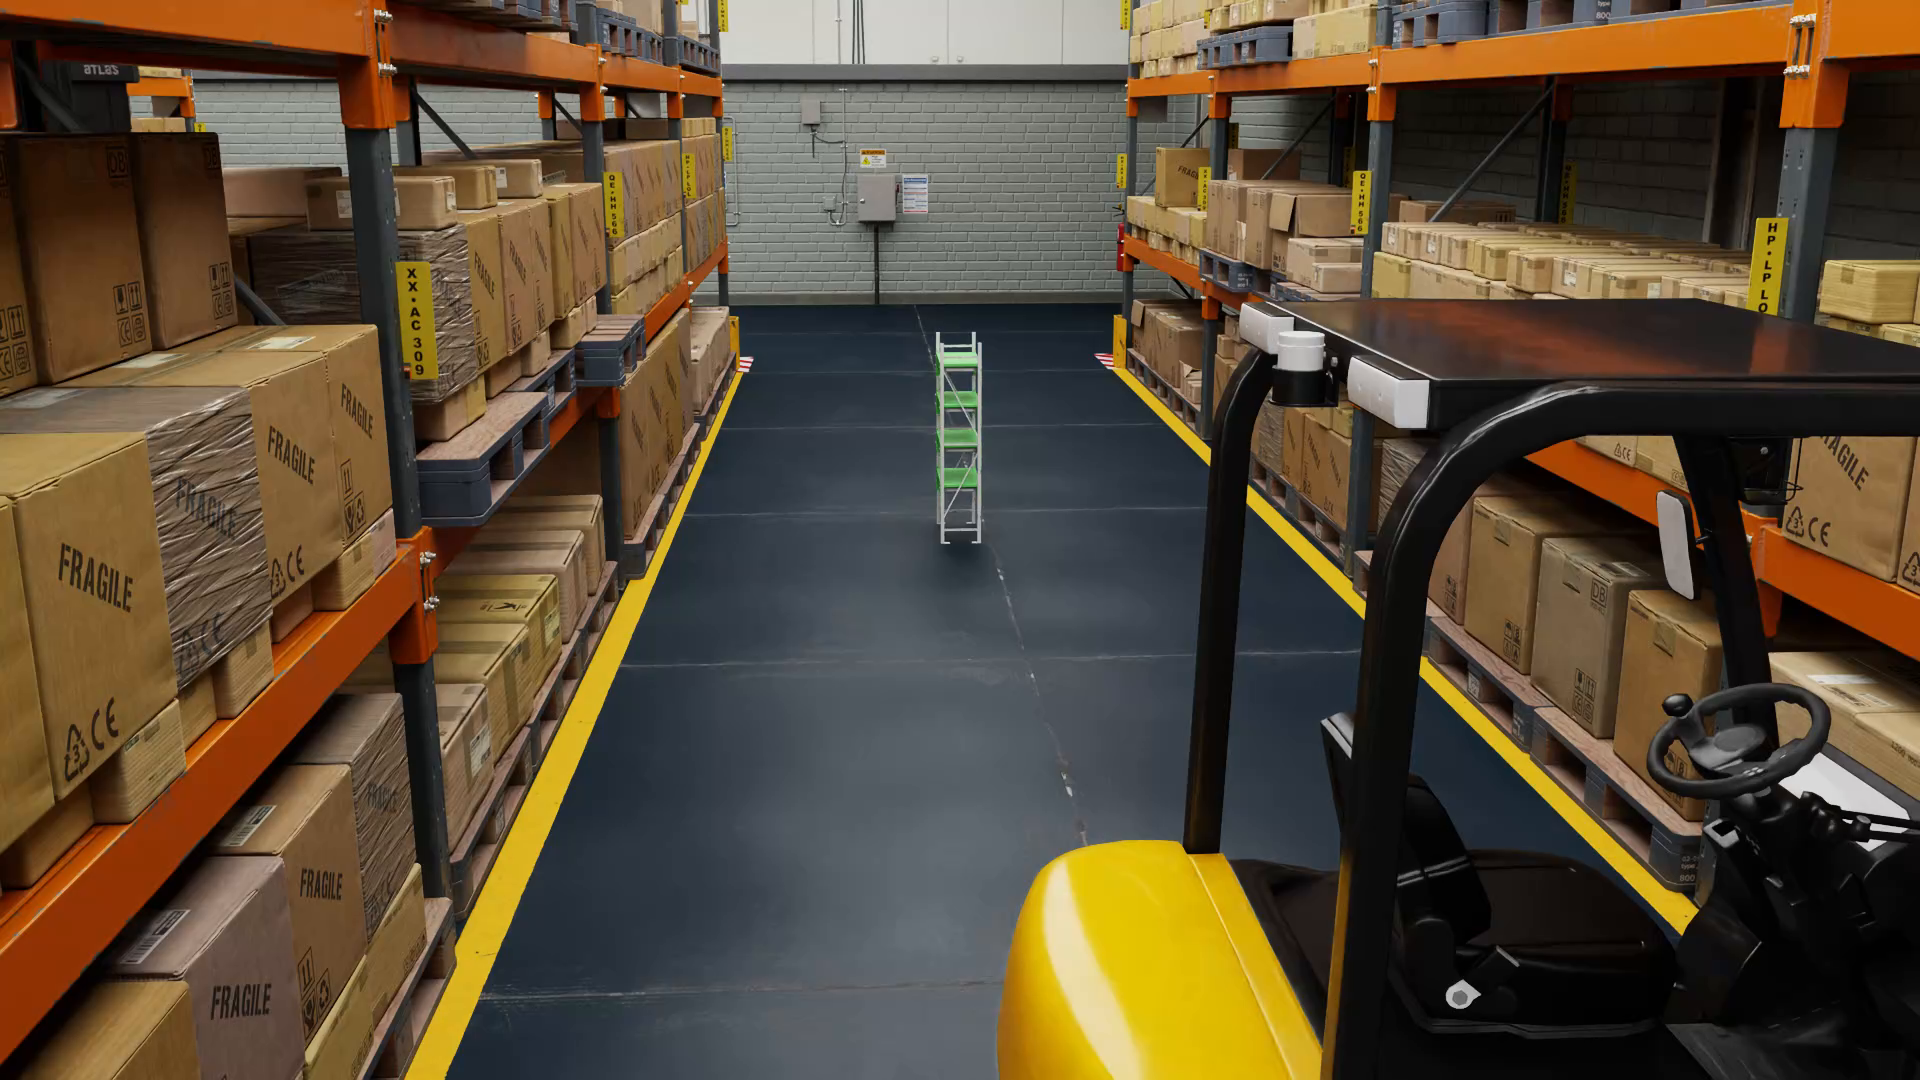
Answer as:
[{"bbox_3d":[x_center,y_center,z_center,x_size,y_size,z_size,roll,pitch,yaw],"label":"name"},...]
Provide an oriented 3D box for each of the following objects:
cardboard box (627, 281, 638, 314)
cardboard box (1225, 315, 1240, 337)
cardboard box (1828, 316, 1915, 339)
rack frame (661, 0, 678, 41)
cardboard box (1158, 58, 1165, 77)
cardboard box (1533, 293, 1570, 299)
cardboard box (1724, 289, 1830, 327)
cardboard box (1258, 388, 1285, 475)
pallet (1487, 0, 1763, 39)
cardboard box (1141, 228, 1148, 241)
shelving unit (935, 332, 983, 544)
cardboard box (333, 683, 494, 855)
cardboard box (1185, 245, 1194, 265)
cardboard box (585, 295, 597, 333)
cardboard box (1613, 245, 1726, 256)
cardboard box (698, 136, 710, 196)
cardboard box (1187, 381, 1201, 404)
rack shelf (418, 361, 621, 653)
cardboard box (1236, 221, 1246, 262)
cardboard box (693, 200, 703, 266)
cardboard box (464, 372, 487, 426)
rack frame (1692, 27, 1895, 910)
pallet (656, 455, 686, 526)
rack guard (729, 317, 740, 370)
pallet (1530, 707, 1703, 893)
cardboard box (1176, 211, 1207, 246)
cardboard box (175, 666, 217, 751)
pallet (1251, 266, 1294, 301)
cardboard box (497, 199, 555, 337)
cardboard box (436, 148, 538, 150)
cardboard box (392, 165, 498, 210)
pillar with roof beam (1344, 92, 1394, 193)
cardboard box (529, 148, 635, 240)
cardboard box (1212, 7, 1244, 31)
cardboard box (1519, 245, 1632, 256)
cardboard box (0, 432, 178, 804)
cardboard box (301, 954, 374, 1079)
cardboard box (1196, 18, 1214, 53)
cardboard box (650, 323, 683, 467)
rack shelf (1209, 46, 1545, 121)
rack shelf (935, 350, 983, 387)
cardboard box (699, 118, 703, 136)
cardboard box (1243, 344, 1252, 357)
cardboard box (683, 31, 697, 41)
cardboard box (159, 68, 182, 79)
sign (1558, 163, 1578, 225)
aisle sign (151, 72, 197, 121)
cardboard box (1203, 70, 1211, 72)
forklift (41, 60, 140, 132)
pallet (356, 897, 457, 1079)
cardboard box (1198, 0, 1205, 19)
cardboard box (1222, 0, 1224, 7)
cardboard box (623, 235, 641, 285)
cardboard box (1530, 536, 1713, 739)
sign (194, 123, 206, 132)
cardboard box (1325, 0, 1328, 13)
[{"bbox_3d":[-2.139,-1.358,9.585,0.500,0.250,0.500,-1,14,-5],"label":"cardboard box"},{"bbox_3d":[2.213,-1.609,12.533,0.380,0.149,0.250,-1,14,-4],"label":"cardboard box"},{"bbox_3d":[2.649,-0.540,4.601,0.380,0.149,0.250,-1,14,-4],"label":"cardboard box"},{"bbox_3d":[-2.558,-5.078,11.702,1.000,3.000,0.127,-1,14,-3],"label":"rack frame"},{"bbox_3d":[1.934,-4.110,14.465,0.380,0.149,0.250,-1,14,-3],"label":"cardboard box"},{"bbox_3d":[2.541,-0.803,6.425,0.500,0.250,0.500,-1,14,-2],"label":"cardboard box"},{"bbox_3d":[2.649,-0.704,5.242,0.380,0.149,0.250,0,14,-2],"label":"cardboard box"},{"bbox_3d":[2.296,-0.733,11.031,0.500,0.500,0.500,-1,14,-5],"label":"cardboard box"},{"bbox_3d":[2.847,-2.171,6.803,1.003,0.211,1.213,0,14,-1],"label":"pallet"},{"bbox_3d":[1.956,-2.975,16.072,0.380,0.149,0.250,-1,14,-2],"label":"cardboard box"},{"bbox_3d":[-0.010,-0.622,10.037,0.258,1.200,0.503,-1,14,-3],"label":"shelving unit"},{"bbox_3d":[-2.097,0.756,5.499,0.950,0.372,0.625,-1,14,-3],"label":"cardboard box"},{"bbox_3d":[2.046,-2.332,13.576,0.380,0.149,0.250,-1,14,-2],"label":"cardboard box"},{"bbox_3d":[-1.906,-1.054,7.764,0.380,0.149,0.250,-1,14,-4],"label":"cardboard box"},{"bbox_3d":[2.980,-1.158,7.006,0.380,0.149,0.250,0,14,-2],"label":"cardboard box"},{"bbox_3d":[-2.420,-3.206,14.260,0.500,0.500,0.500,-1,14,-4],"label":"cardboard box"},{"bbox_3d":[2.068,-1.207,13.575,0.380,0.149,0.250,-1,14,-5],"label":"cardboard box"},{"bbox_3d":[-2.186,-0.332,6.740,1.077,0.370,4.000,-1,14,-3],"label":"rack shelf"},{"bbox_3d":[2.099,-2.037,11.350,0.396,0.266,0.258,0,14,-1],"label":"cardboard box"},{"bbox_3d":[-2.353,-2.467,13.393,0.500,0.500,0.500,-1,14,-3],"label":"cardboard box"},{"bbox_3d":[-1.788,-0.469,5.491,0.380,0.149,0.250,-1,14,-2],"label":"cardboard box"},{"bbox_3d":[2.891,-0.260,5.018,1.000,3.000,0.127,-1,14,-3],"label":"rack frame"},{"bbox_3d":[-2.356,-0.327,10.874,1.003,0.211,1.213,-1,14,-3],"label":"pallet"},{"bbox_3d":[-2.807,-1.963,16.651,1.175,0.500,0.348,-1,14,-3],"label":"rack guard"},{"bbox_3d":[2.807,0.907,6.076,1.003,0.211,1.213,-1,14,-3],"label":"pallet"},{"bbox_3d":[2.075,-2.569,13.694,0.500,0.250,0.500,-1,14,-3],"label":"cardboard box"},{"bbox_3d":[-1.686,0.331,3.225,0.380,0.149,0.250,-1,14,-4],"label":"cardboard box"},{"bbox_3d":[2.519,-1.646,10.788,1.003,0.211,1.213,-1,14,-3],"label":"pallet"},{"bbox_3d":[-1.896,-1.075,6.544,0.500,0.500,0.500,-1,15,-6],"label":"cardboard box"},{"bbox_3d":[-2.643,-1.962,9.426,0.500,0.500,0.500,-1,14,-2],"label":"cardboard box"},{"bbox_3d":[-1.909,-1.284,6.054,0.380,0.149,0.250,0,14,0],"label":"cardboard box"},{"bbox_3d":[-1.044,-5.276,12.472,9.100,9.000,0.400,-1,14,-3],"label":"pillar with roof beam"},{"bbox_3d":[-2.137,-1.960,9.417,0.500,0.500,0.500,-1,14,-3],"label":"cardboard box"},{"bbox_3d":[1.999,-3.687,11.779,0.380,0.149,0.250,-1,14,-3],"label":"cardboard box"},{"bbox_3d":[2.572,-1.150,6.973,0.380,0.149,0.250,-1,14,-3],"label":"cardboard box"},{"bbox_3d":[-1.675,0.116,2.760,0.500,0.500,0.500,-1,14,-5],"label":"cardboard box"},{"bbox_3d":[-1.715,1.221,3.938,0.500,0.250,0.500,-1,14,-5],"label":"cardboard box"},{"bbox_3d":[2.116,-3.890,12.810,0.500,0.250,0.500,-1,14,-3],"label":"cardboard box"},{"bbox_3d":[-2.376,-0.969,11.195,0.875,0.875,0.875,0,14,-2],"label":"cardboard box"},{"bbox_3d":[2.520,-2.857,10.534,1.077,0.370,4.000,-1,14,-3],"label":"rack shelf"},{"bbox_3d":[-0.010,-1.025,9.933,0.258,0.148,0.480,-1,14,-3],"label":"rack shelf"},{"bbox_3d":[-2.450,-3.611,14.533,0.380,0.149,0.250,-1,14,-2],"label":"cardboard box"},{"bbox_3d":[2.274,-1.332,12.056,0.380,0.149,0.250,-2,15,-6],"label":"cardboard box"},{"bbox_3d":[-2.582,-4.536,15.079,0.380,0.149,0.250,-2,15,-8],"label":"cardboard box"},{"bbox_3d":[-7.448,-4.337,15.143,0.500,0.250,0.500,-1,14,-5],"label":"cardboard box"},{"bbox_3d":[3.197,-1.825,8.777,0.100,0.325,0.005,-1,14,-3],"label":"sign"},{"bbox_3d":[-7.445,-4.347,15.686,0.394,0.787,0.004,-1,14,-3],"label":"aisle sign"},{"bbox_3d":[2.079,-3.666,12.738,0.380,0.149,0.250,-1,14,-4],"label":"cardboard box"},{"bbox_3d":[-5.500,-1.382,9.515,3.031,2.935,1.130,-12,19,-40],"label":"forklift"},{"bbox_3d":[-1.986,1.334,4.417,1.003,0.211,1.213,-1,14,-3],"label":"pallet"},{"bbox_3d":[2.124,-4.138,12.770,0.500,0.250,0.500,-1,14,-3],"label":"cardboard box"},{"bbox_3d":[2.064,-3.831,11.738,0.380,0.149,0.250,-1,14,-3],"label":"cardboard box"},{"bbox_3d":[-2.126,-1.605,9.544,0.500,0.250,0.500,-1,14,-2],"label":"cardboard box"},{"bbox_3d":[2.808,0.364,6.516,0.875,0.625,0.625,-1,14,-4],"label":"cardboard box"},{"bbox_3d":[-7.185,-3.783,15.752,0.100,0.325,0.005,-1,14,-3],"label":"sign"},{"bbox_3d":[2.369,-3.167,9.797,0.380,0.149,0.250,-1,14,-3],"label":"cardboard box"}]
